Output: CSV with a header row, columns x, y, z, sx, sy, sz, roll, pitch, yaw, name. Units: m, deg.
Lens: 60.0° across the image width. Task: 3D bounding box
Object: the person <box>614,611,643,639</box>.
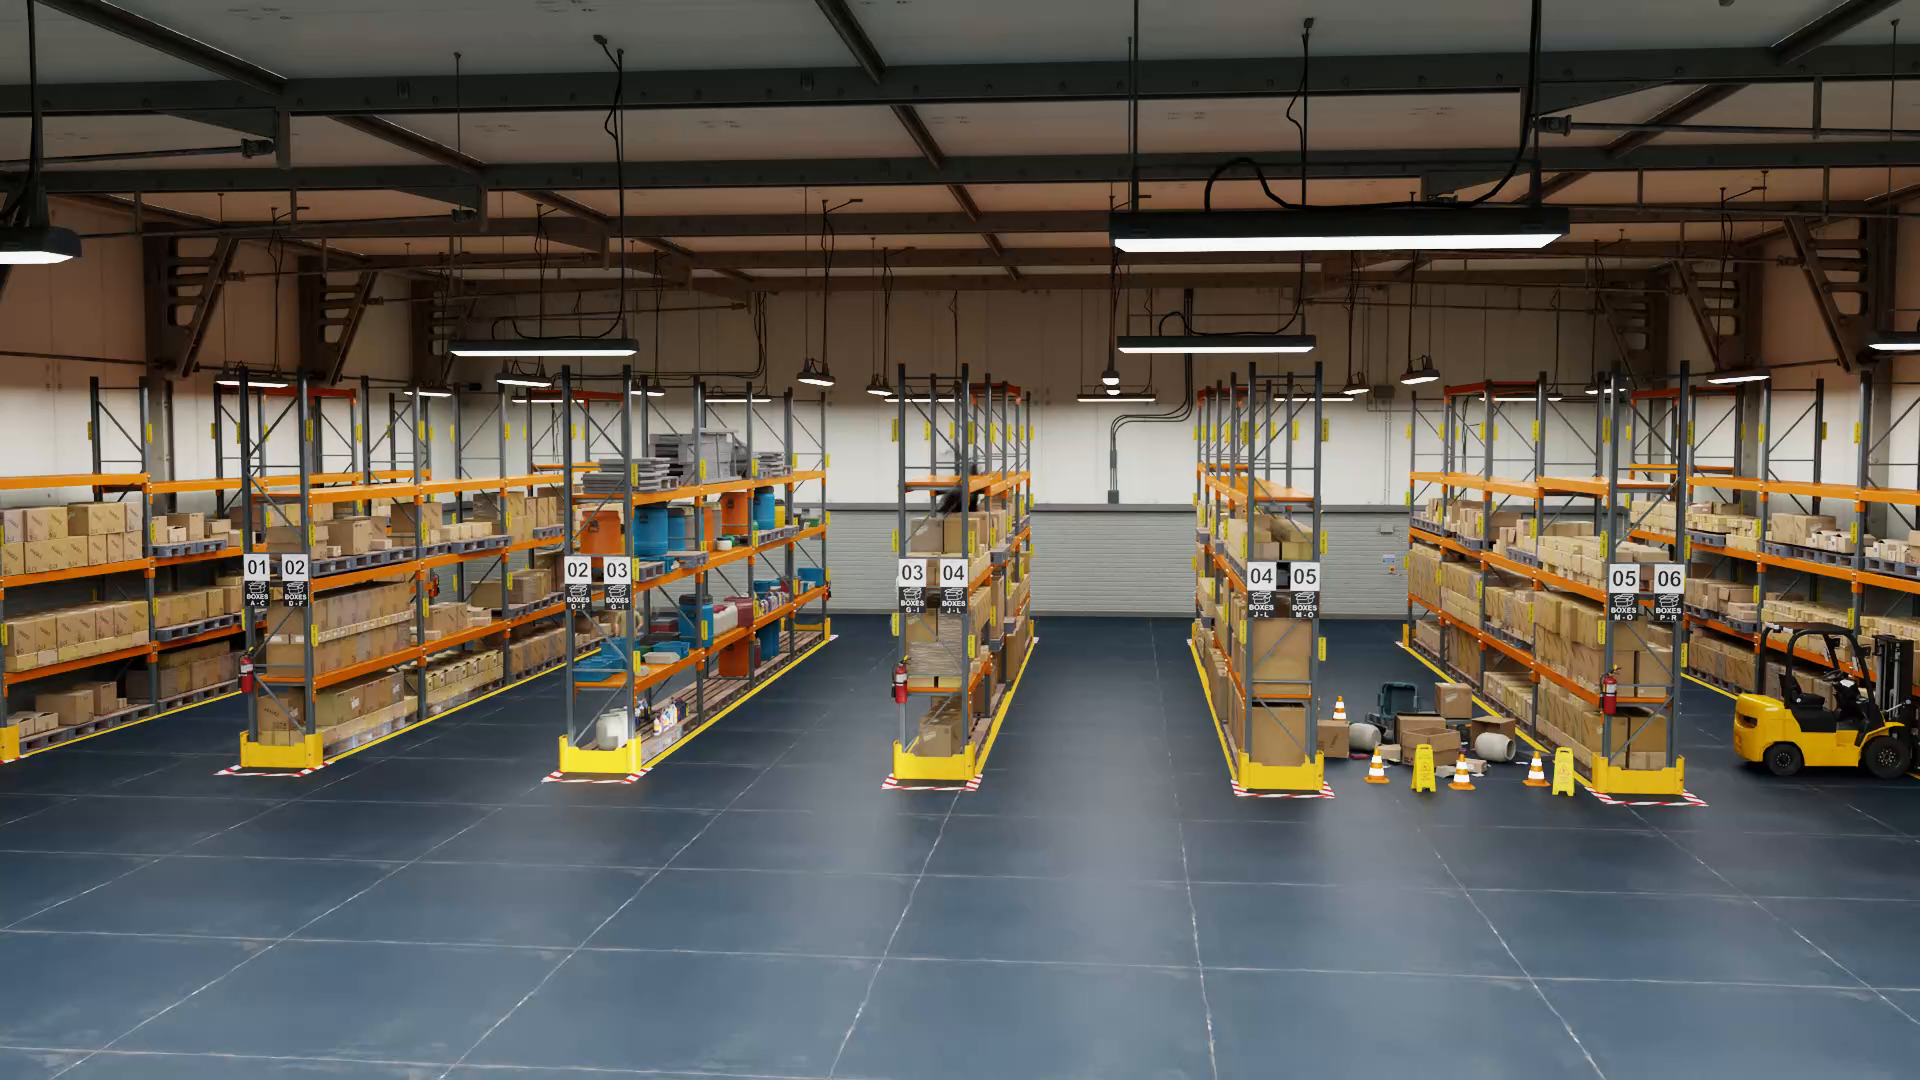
x,y,z,sx,sy,sz,roll,pitch,yaw,name
-6.813,2.001,34.195,0.580,1.616,0.558,-1,4,-9,person
